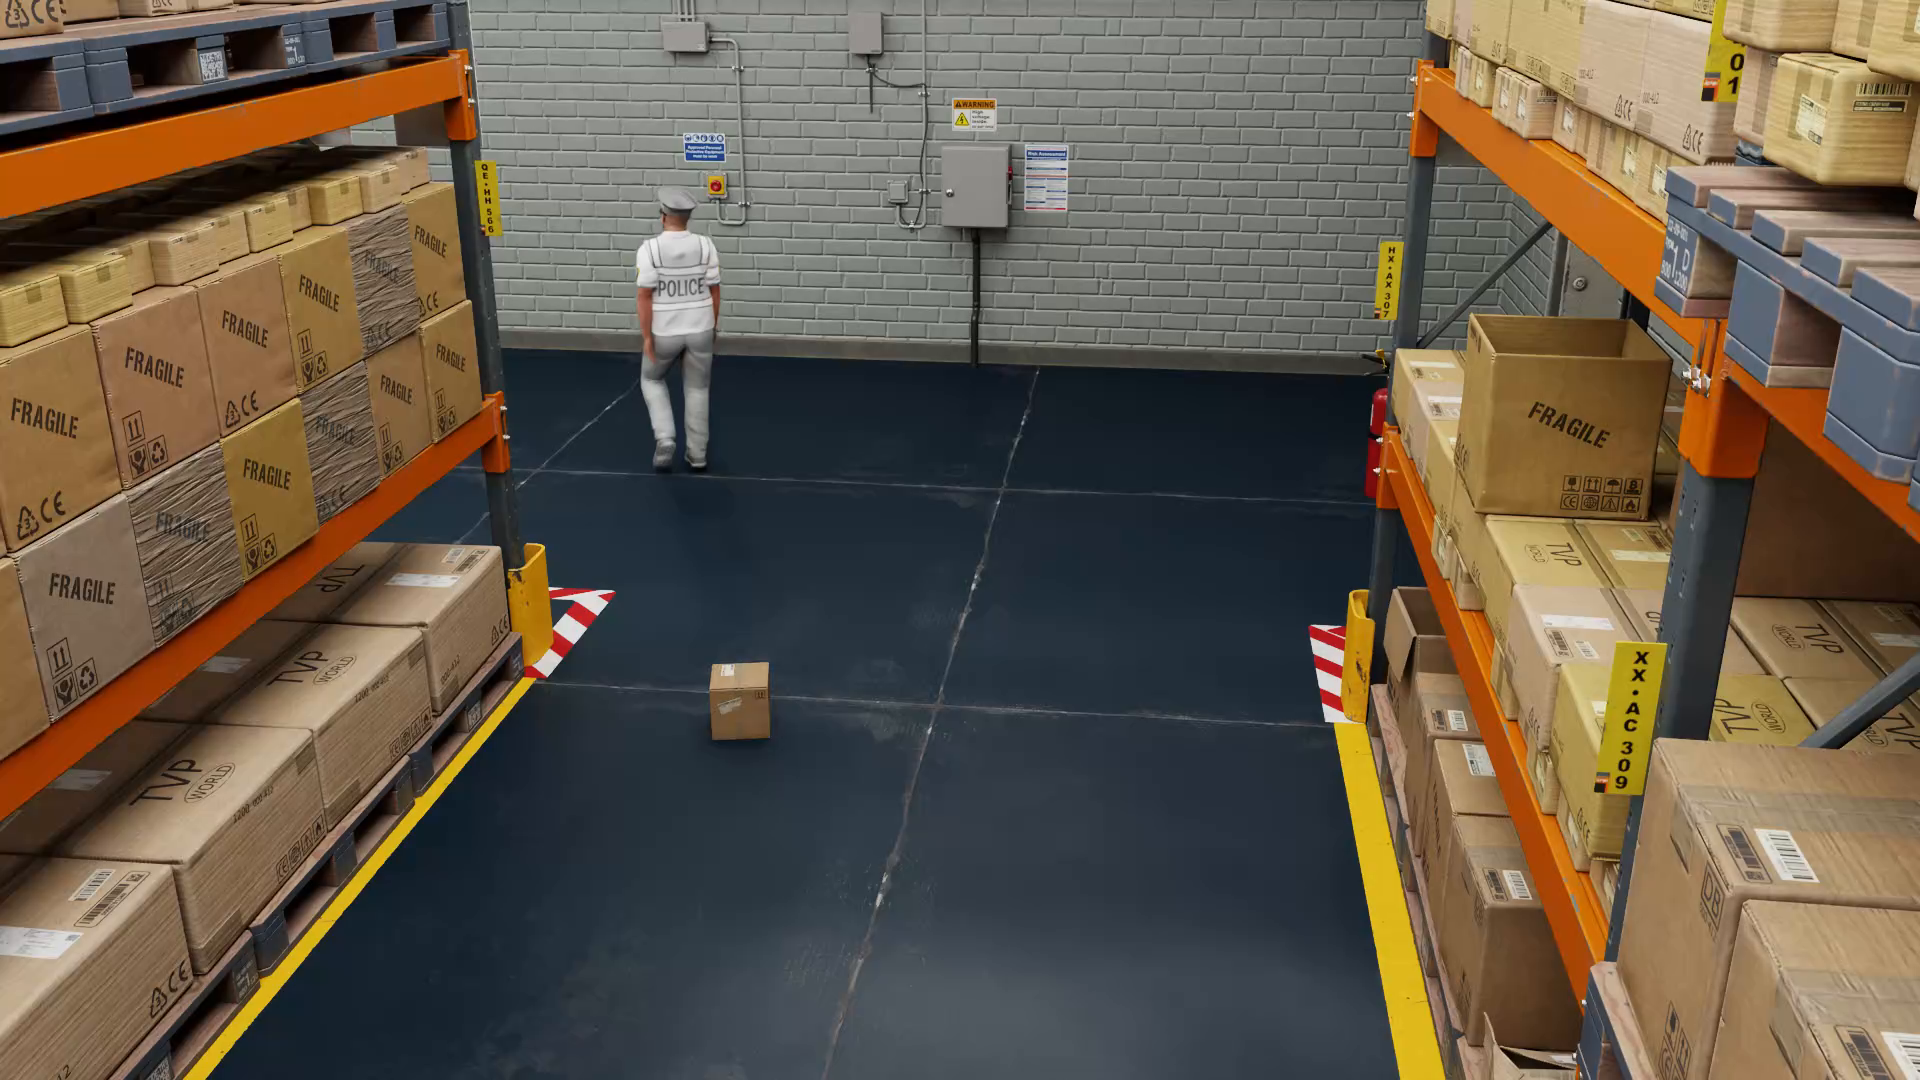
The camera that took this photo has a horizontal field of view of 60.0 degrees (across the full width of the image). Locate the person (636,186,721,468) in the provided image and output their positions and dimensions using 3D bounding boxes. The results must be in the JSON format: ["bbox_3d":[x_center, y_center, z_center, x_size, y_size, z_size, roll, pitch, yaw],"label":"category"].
[{"bbox_3d":[-1.765,-1.314,10.448,0.533,1.809,0.462,-7,22,-17],"label":"person"}]
